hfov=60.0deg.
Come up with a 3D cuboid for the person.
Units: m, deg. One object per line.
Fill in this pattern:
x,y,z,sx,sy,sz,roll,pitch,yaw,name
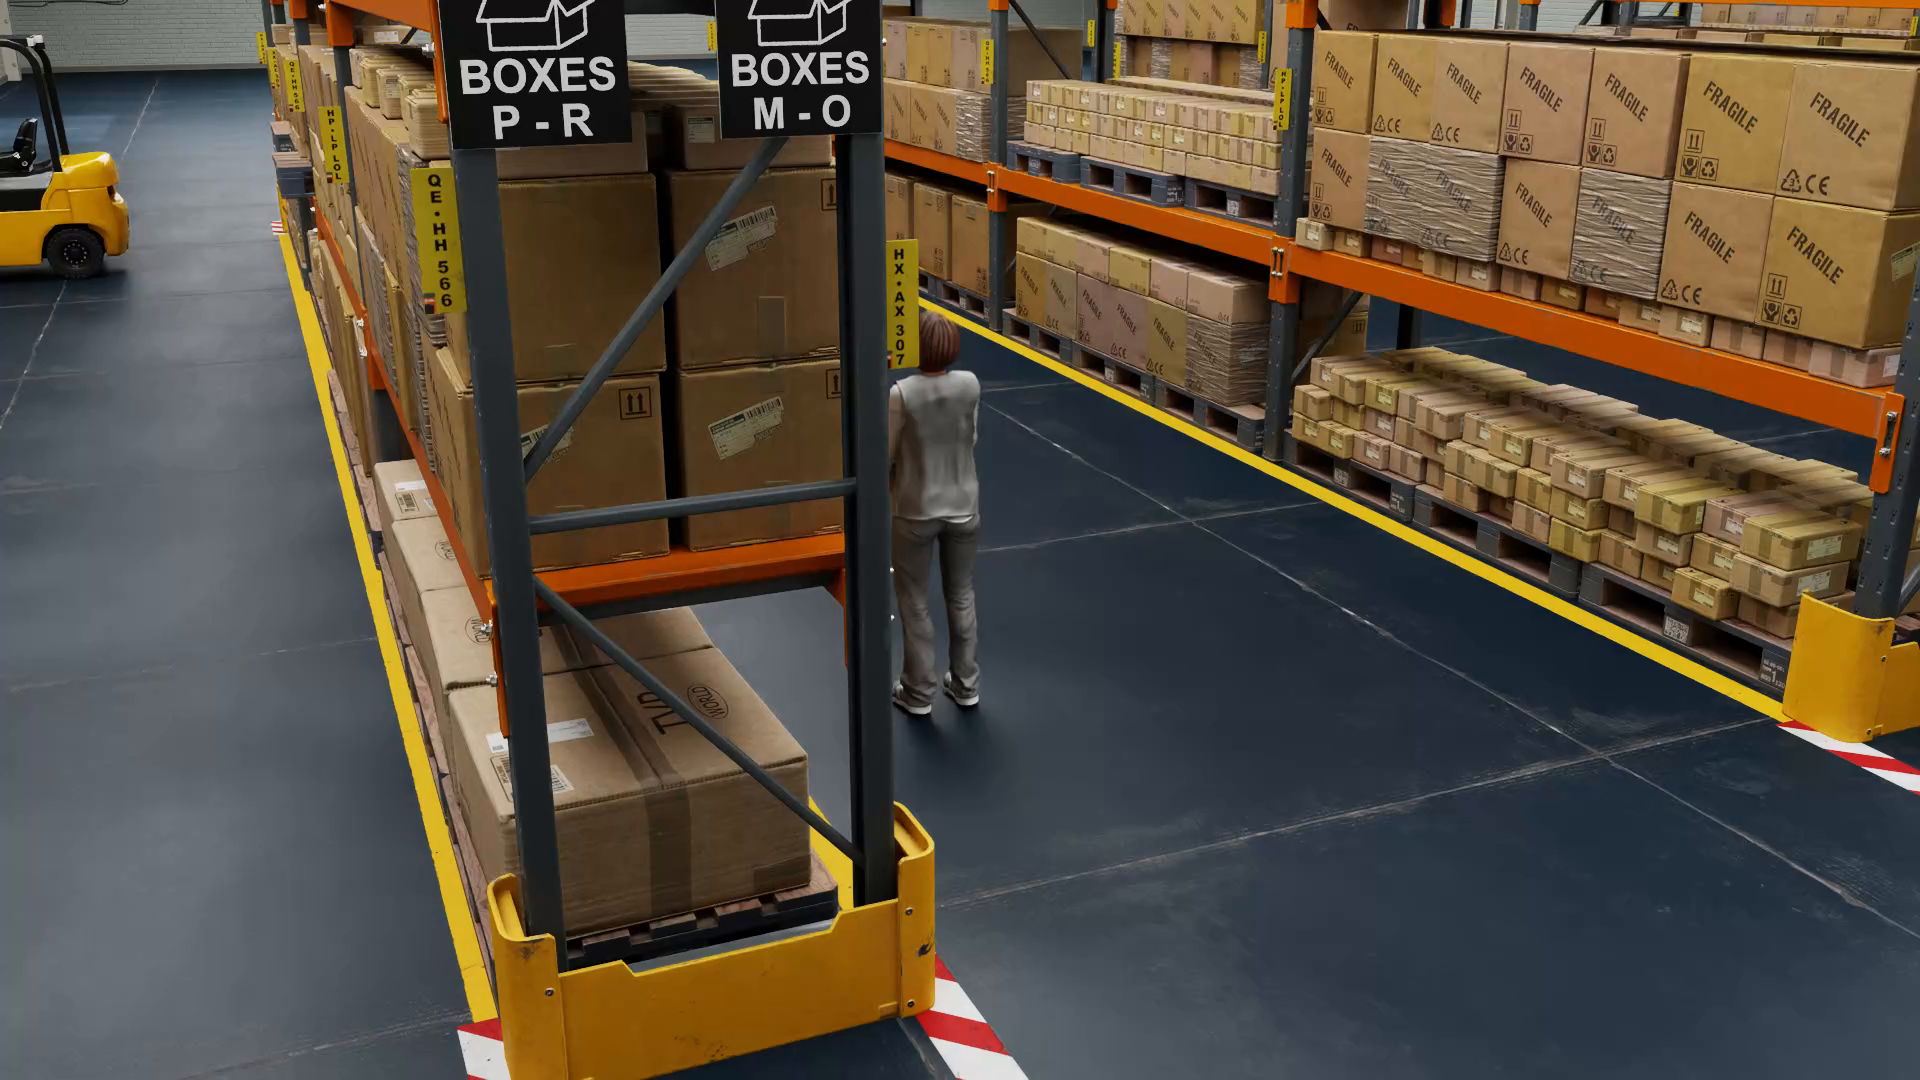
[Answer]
-0.134,-0.125,6.439,0.412,1.595,0.486,-7,20,-20,person
